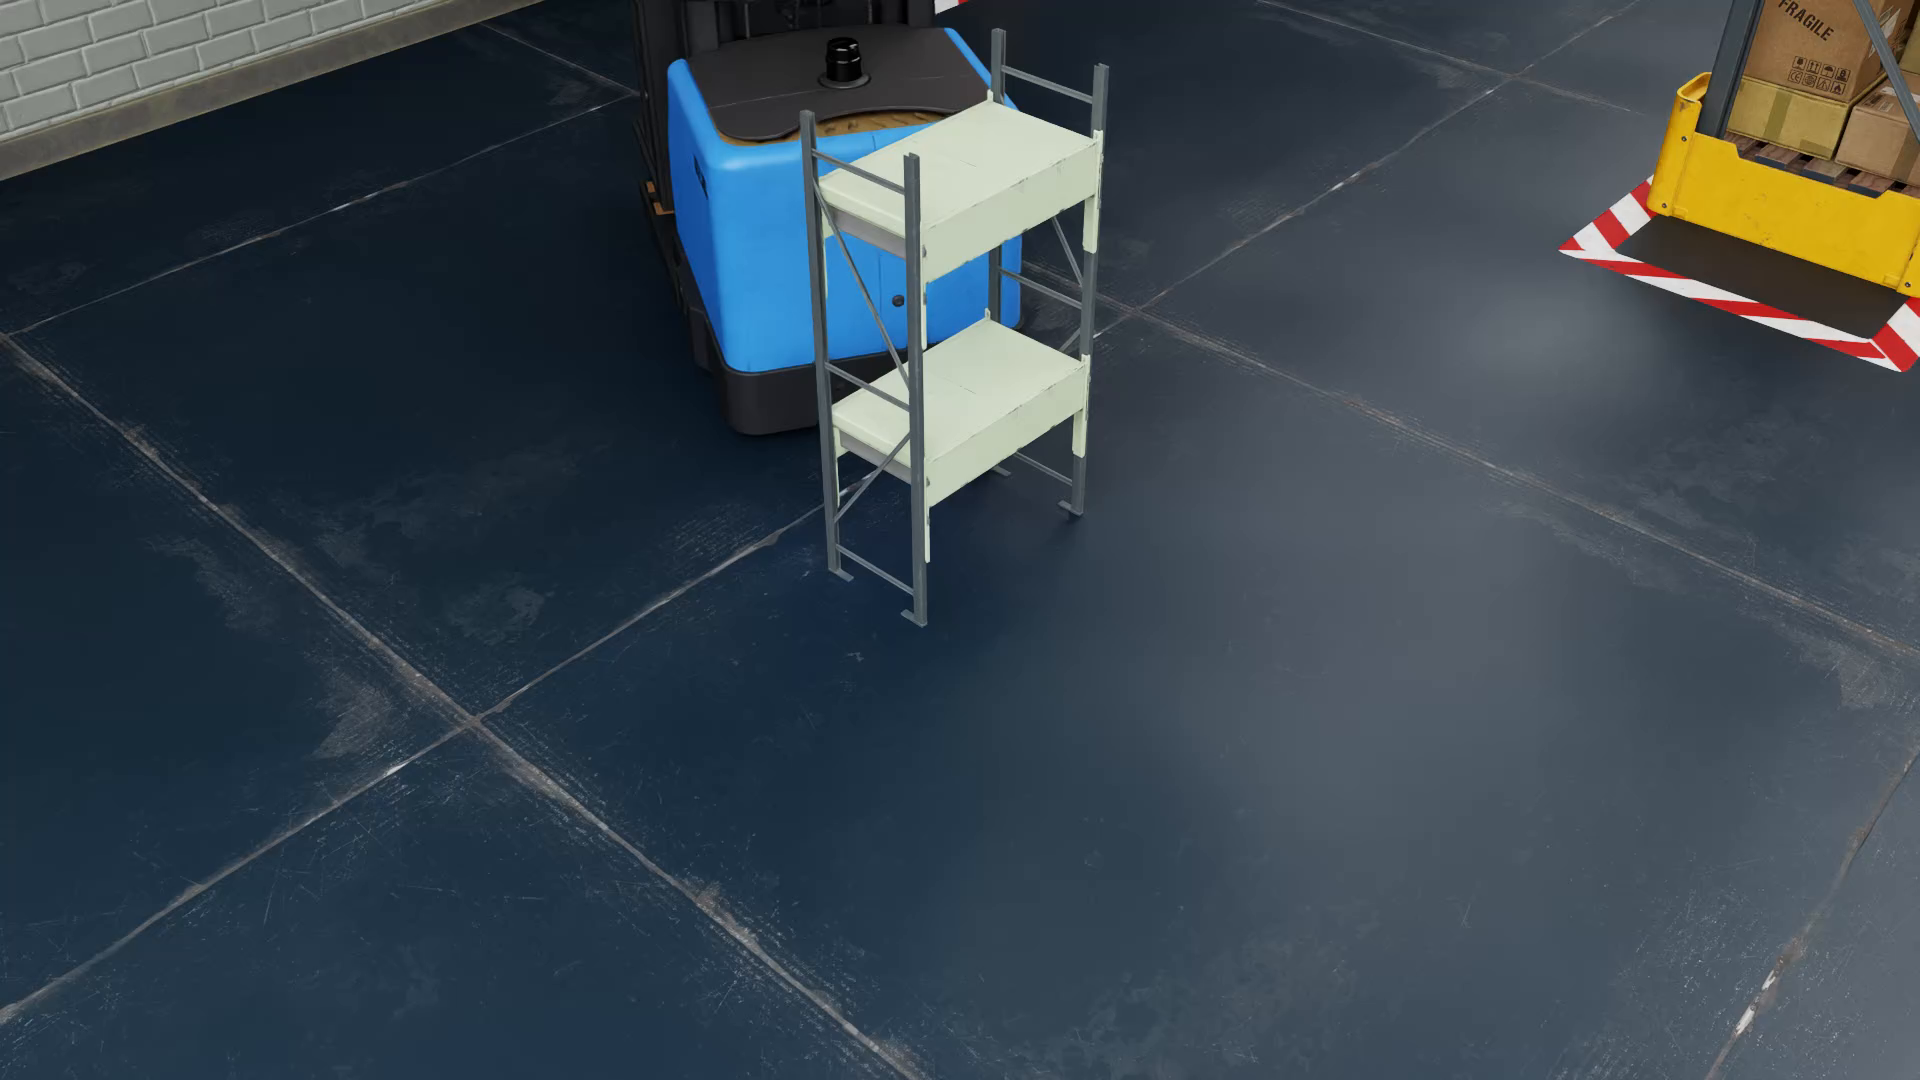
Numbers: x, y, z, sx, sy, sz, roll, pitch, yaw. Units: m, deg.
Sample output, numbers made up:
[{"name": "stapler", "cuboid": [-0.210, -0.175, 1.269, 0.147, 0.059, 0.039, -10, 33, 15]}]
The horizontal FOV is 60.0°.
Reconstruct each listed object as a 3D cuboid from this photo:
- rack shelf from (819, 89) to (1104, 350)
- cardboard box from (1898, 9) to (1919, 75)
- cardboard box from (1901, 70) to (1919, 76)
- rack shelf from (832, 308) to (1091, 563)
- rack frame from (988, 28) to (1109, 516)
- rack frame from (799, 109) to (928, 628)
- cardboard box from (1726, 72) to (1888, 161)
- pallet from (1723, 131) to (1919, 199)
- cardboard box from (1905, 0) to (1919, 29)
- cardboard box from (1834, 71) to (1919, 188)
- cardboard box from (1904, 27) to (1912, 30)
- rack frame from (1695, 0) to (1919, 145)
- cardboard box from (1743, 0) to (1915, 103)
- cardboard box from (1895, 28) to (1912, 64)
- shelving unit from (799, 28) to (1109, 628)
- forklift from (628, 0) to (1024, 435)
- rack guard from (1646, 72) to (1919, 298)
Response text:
[{"name": "rack shelf", "cuboid": [-0.004, -0.889, 4.536, 0.431, 0.370, 0.720, 30, 47, 32]}, {"name": "cardboard box", "cuboid": [4.296, -2.189, 6.862, 0.500, 0.500, 0.500, 30, 47, 32]}, {"name": "cardboard box", "cuboid": [4.295, -1.896, 7.096, 0.500, 0.250, 0.500, 30, 47, 32]}, {"name": "rack shelf", "cuboid": [-0.004, -0.329, 4.982, 0.431, 0.370, 0.720, 30, 47, 32]}, {"name": "rack frame", "cuboid": [0.242, -0.752, 4.991, 0.400, 1.500, 0.023, 30, 47, 32]}, {"name": "rack frame", "cuboid": [-0.251, -0.416, 4.568, 0.400, 1.500, 0.023, 30, 47, 32]}, {"name": "cardboard box", "cuboid": [3.578, -1.882, 7.079, 0.500, 0.250, 0.500, 30, 47, 32]}, {"name": "pallet", "cuboid": [3.919, -1.701, 7.220, 1.003, 0.211, 1.213, 30, 47, 32]}, {"name": "cardboard box", "cuboid": [4.240, -2.642, 7.432, 0.500, 0.500, 0.500, 30, 47, 32]}, {"name": "cardboard box", "cuboid": [3.960, -1.665, 6.805, 0.500, 0.250, 0.500, 30, 47, 32]}, {"name": "cardboard box", "cuboid": [4.242, -2.347, 7.664, 0.500, 0.250, 0.500, 30, 47, 32]}, {"name": "rack frame", "cuboid": [3.434, -2.424, 5.888, 1.000, 3.000, 0.127, 30, 47, 32]}, {"name": "cardboard box", "cuboid": [3.576, -2.177, 6.846, 0.500, 0.500, 0.500, 30, 47, 32]}, {"name": "cardboard box", "cuboid": [3.906, -2.117, 7.374, 0.500, 0.250, 0.500, 30, 47, 32]}, {"name": "shelving unit", "cuboid": [-0.004, -0.584, 4.779, 0.431, 1.500, 0.755, 30, 47, 32]}, {"name": "forklift", "cuboid": [-0.699, -2.422, 5.941, 1.130, 2.935, 3.031, -11, 40, -13]}, {"name": "rack guard", "cuboid": [3.418, -1.434, 6.652, 1.175, 0.500, 0.348, 30, 47, 32]}]
